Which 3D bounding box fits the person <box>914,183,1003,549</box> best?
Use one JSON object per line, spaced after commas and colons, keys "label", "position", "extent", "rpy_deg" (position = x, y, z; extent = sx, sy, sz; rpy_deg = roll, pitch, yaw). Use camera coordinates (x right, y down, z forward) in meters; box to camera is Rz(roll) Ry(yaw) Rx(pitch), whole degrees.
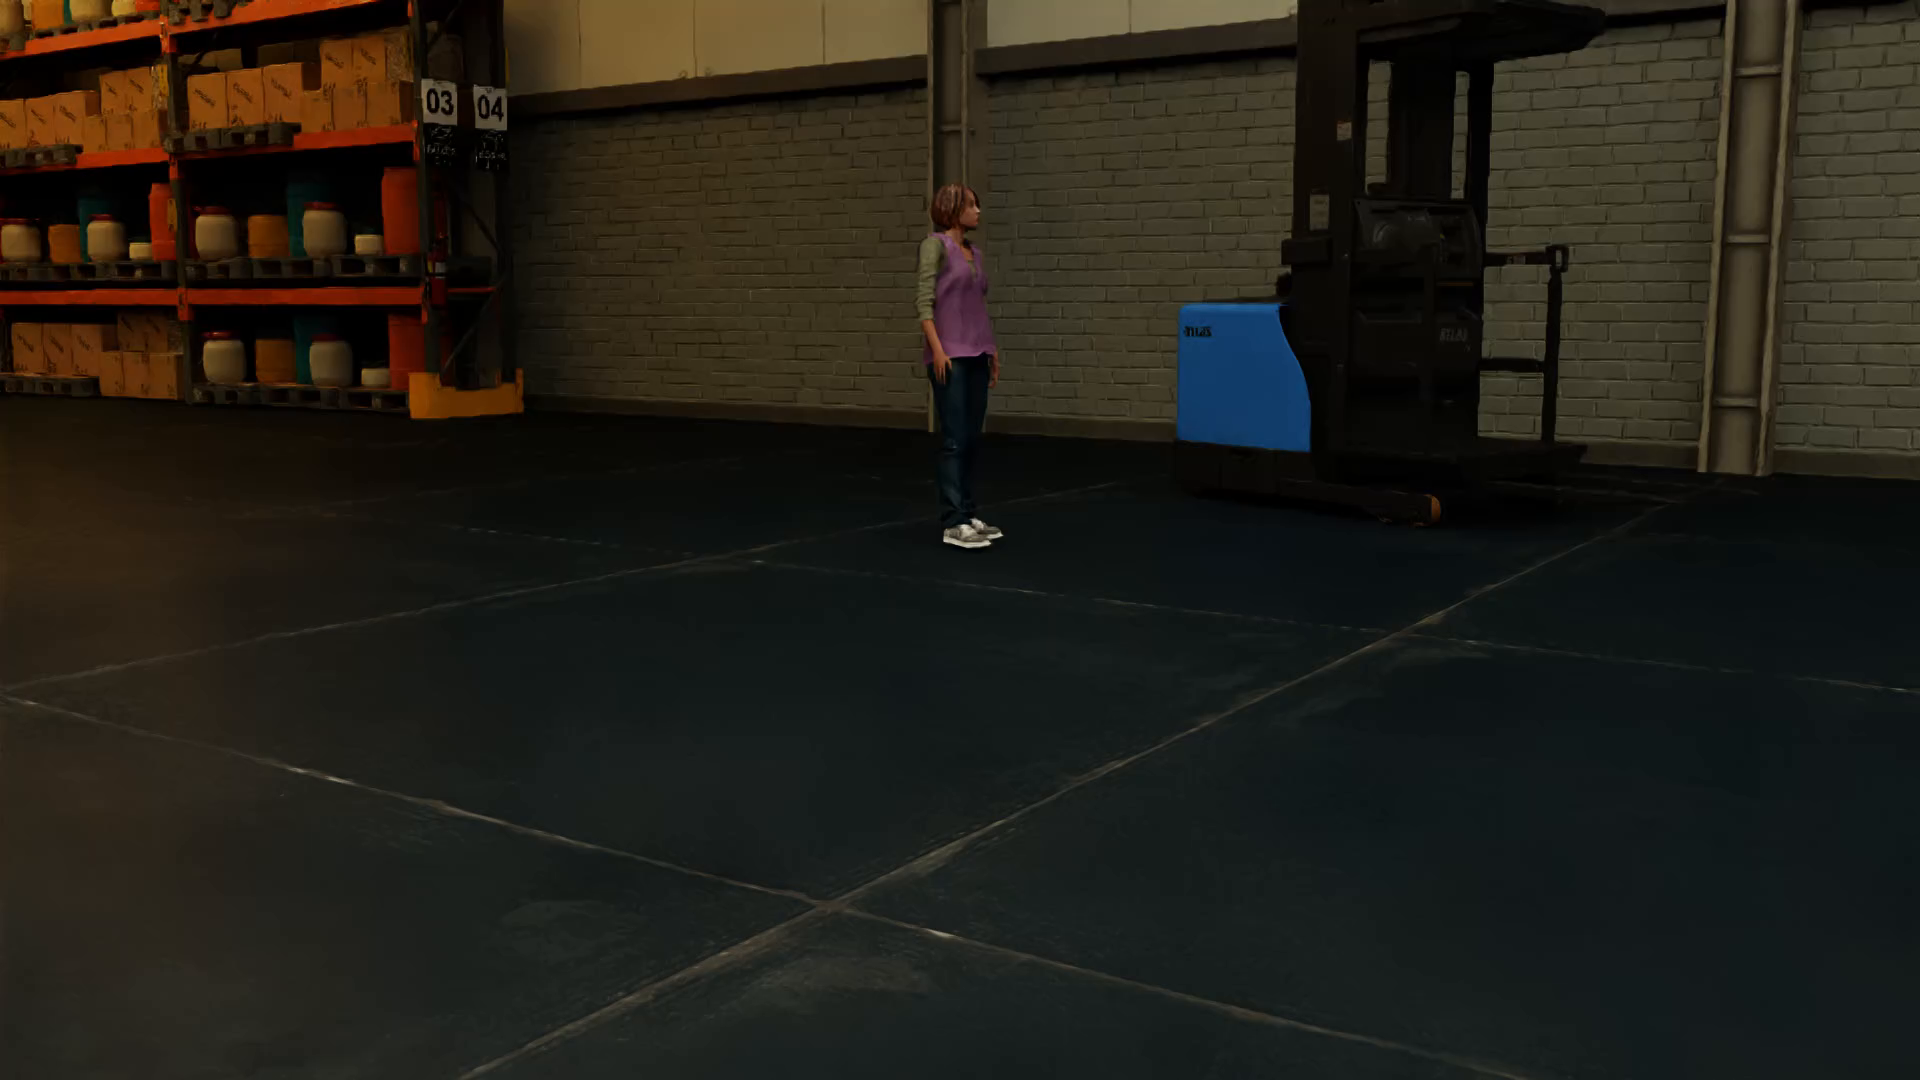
{"label": "person", "position": [0.054, -0.790, 7.438], "extent": [0.474, 1.597, 0.520], "rpy_deg": [5, 10, 34]}

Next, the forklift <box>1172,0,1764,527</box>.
{"label": "forklift", "position": [2.480, -1.588, 8.363], "extent": [1.130, 2.935, 3.031], "rpy_deg": [-6, 10, -36]}
